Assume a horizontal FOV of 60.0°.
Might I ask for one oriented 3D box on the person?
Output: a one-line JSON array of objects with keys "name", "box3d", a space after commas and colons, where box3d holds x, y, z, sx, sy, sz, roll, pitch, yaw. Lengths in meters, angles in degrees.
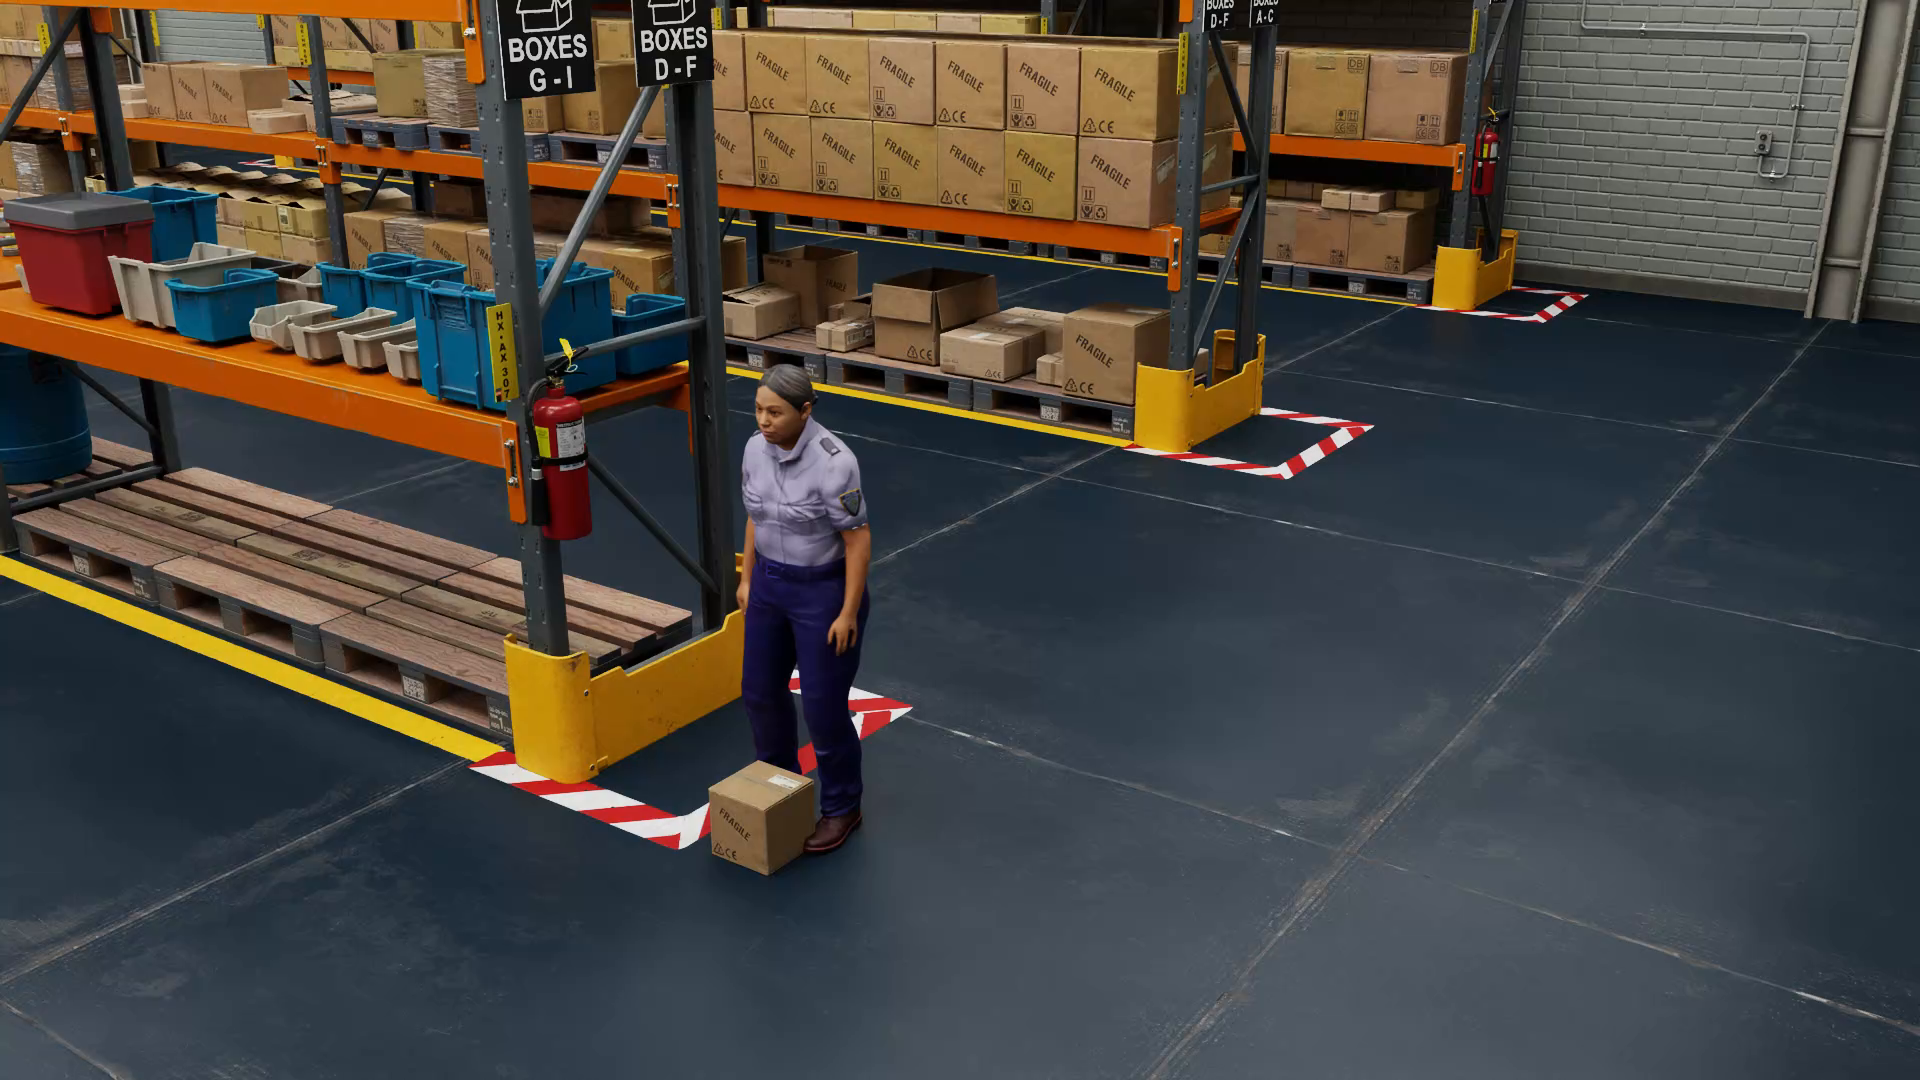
[{"name": "person", "box3d": [-0.530, 0.203, 5.527, 0.537, 1.651, 0.373, 15, 25, 35]}]
